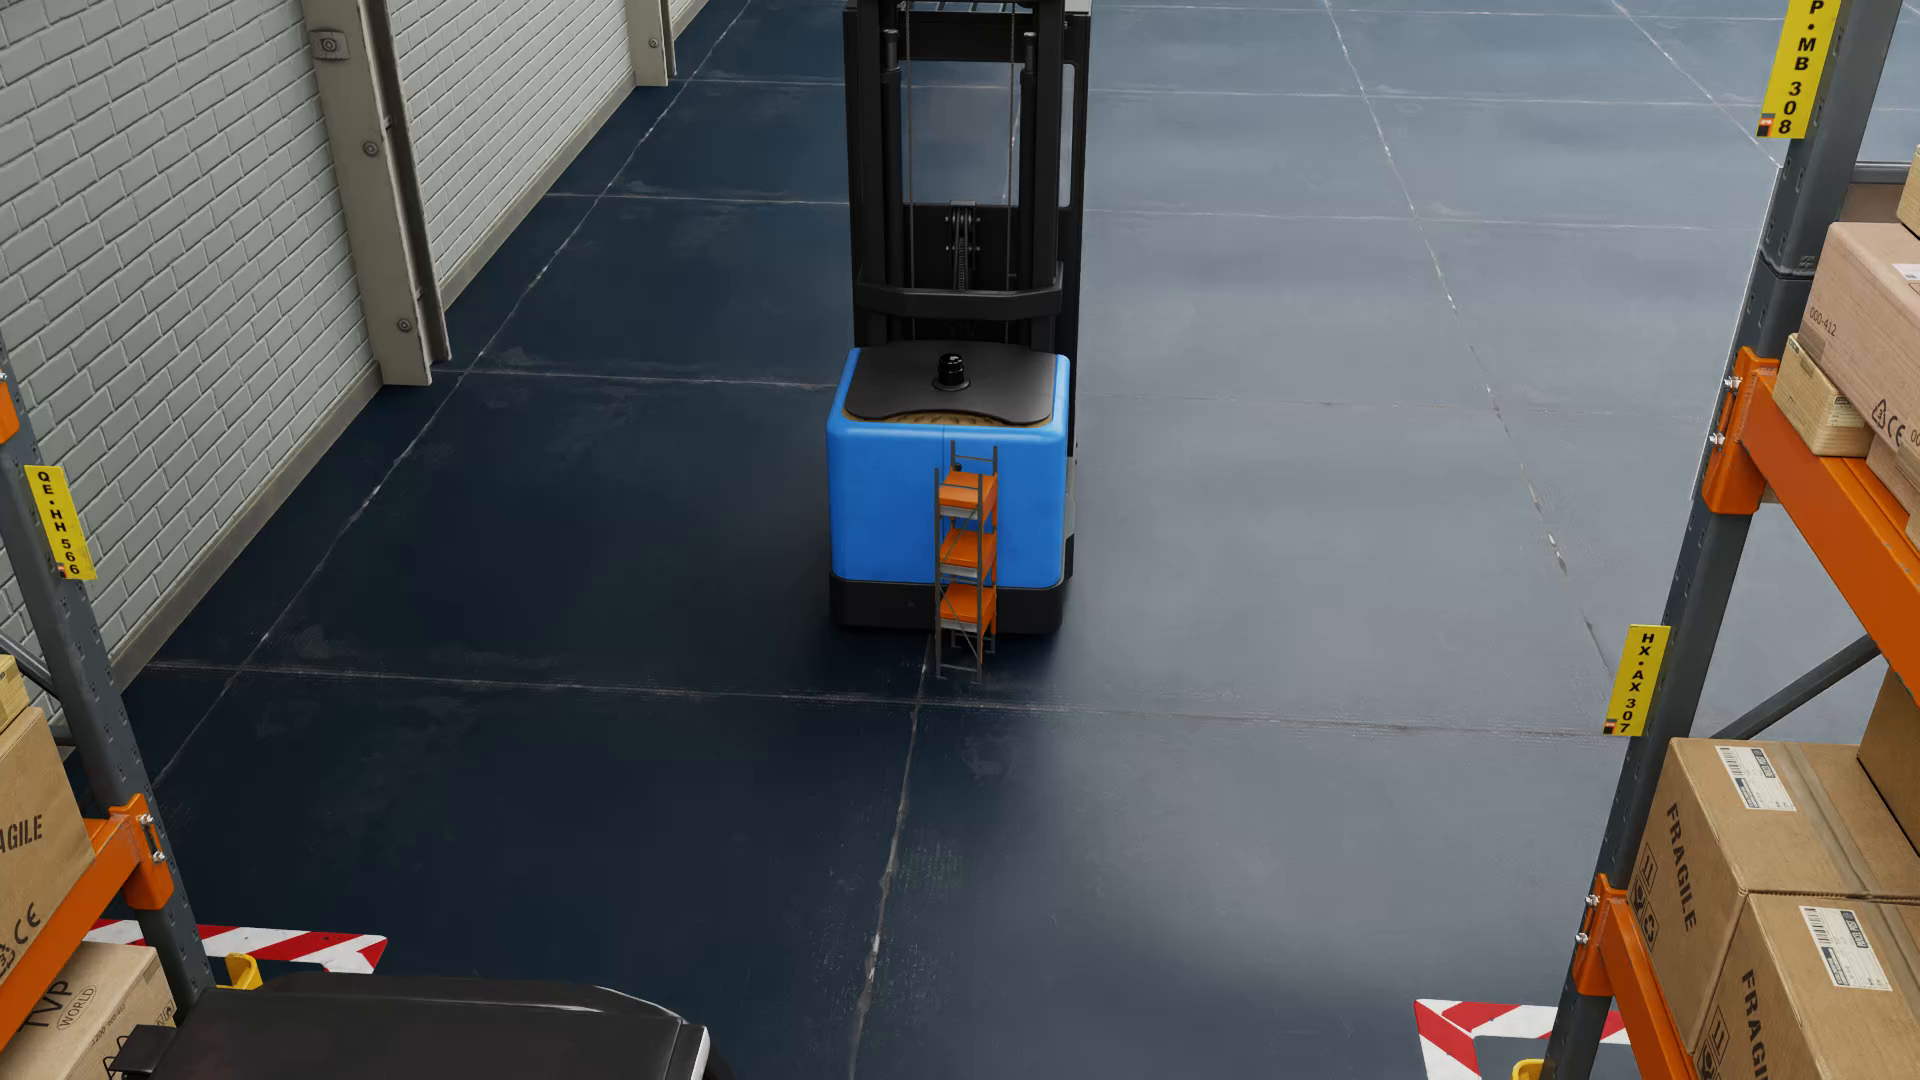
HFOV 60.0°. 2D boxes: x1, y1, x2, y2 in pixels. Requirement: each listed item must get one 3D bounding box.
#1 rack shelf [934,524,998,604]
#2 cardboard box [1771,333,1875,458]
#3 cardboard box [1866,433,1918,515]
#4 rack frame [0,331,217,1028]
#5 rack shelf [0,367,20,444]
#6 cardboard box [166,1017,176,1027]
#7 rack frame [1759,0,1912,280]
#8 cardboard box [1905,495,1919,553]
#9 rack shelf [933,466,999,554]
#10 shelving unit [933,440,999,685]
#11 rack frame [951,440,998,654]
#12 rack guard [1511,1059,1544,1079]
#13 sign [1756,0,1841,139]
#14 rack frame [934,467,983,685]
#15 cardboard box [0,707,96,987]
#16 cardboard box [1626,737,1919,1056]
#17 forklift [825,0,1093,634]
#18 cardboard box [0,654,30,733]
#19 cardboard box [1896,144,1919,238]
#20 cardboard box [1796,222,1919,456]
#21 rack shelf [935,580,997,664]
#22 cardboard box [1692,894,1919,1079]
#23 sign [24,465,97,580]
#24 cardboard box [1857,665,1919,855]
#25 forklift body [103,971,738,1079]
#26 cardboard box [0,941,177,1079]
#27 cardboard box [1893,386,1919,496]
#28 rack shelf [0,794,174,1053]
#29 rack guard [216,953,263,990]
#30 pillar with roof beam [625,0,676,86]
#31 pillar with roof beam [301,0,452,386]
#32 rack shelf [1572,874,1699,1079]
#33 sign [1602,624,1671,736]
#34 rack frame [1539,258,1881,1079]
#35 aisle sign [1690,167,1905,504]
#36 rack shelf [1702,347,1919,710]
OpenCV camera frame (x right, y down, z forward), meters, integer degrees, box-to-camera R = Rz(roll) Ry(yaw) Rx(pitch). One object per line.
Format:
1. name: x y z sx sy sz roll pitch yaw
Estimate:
1. rack shelf: 0.026 0.116 7.082 0.215 0.259 0.240 8 33 13
2. cardboard box: 1.824 -0.277 3.221 0.380 0.149 0.250 2 32 4
3. cardboard box: 1.892 -0.136 2.992 0.380 0.149 0.250 1 32 2
4. rack frame: -2.770 0.523 4.542 0.949 2.616 0.053 2 32 4
5. rack shelf: -2.936 0.598 2.247 1.077 0.370 4.000 2 32 4
6. cardboard box: -2.501 1.570 4.587 0.500 0.250 0.500 2 32 3
7. rack frame: 2.175 -1.821 2.627 1.000 3.000 0.127 2 32 4
8. cardboard box: 1.836 0.001 2.770 0.380 0.149 0.250 3 32 5
9. rack shelf: 0.026 -0.126 6.933 0.215 0.259 0.240 8 33 13
10. shelving unit: 0.026 0.107 7.076 0.215 1.050 0.252 8 33 13
11. rack frame: 0.059 0.045 7.177 0.200 1.050 0.008 8 33 13
12. rack guard: 2.168 1.837 4.793 1.175 0.500 0.348 2 32 4
13. sign: 1.634 -0.939 3.222 0.100 0.325 0.005 2 32 4
14. rack frame: -0.006 0.168 6.976 0.200 1.050 0.008 8 33 13
15. cardboard box: -2.551 0.749 4.080 0.500 0.500 0.500 2 32 3
16. cardboard box: 1.860 0.800 3.714 0.500 0.500 0.500 2 32 3
17. forklift: 0.050 -1.574 8.010 1.130 2.935 3.031 2 32 4
18. cardboard box: -2.522 0.398 4.032 0.380 0.149 0.250 3 32 5
19. cardboard box: 1.942 -0.599 2.984 0.380 0.149 0.250 2 32 4
20. cardboard box: 1.868 -0.355 2.967 0.500 0.250 0.500 2 32 3
21. rack shelf: 0.026 0.352 7.228 0.215 0.259 0.240 8 33 13
22. cardboard box: 1.821 1.071 3.275 0.500 0.500 0.500 3 32 5
23. sign: -2.233 -0.040 4.127 0.100 0.325 0.005 2 32 4
24. cardboard box: 2.351 0.415 3.386 0.700 0.500 0.500 2 32 3
25. forklift body: -1.109 1.954 3.029 2.313 2.155 1.214 2 32 4
26. cardboard box: -2.500 1.343 4.479 0.500 0.250 0.500 3 32 6
27. cardboard box: 1.817 -0.092 2.541 0.500 0.250 0.500 2 32 3
28. rack shelf: -2.936 1.875 3.034 1.077 0.370 4.000 2 32 4
29. rack guard: -2.771 1.575 5.218 1.175 0.500 0.348 2 32 4
30. pillar with roof beam: 1.540 -7.796 12.323 9.100 9.000 0.400 2 32 4
31. pillar with roof beam: 1.051 -4.659 7.232 9.100 9.000 0.400 2 32 4
32. rack shelf: 2.012 2.085 2.693 1.077 0.370 4.000 2 32 4
33. sign: 1.634 0.342 4.012 0.100 0.325 0.005 2 32 4
34. rack frame: 2.175 0.733 4.201 1.000 3.000 0.127 2 32 4
35. aisle sign: 1.871 -0.419 3.593 0.394 0.787 0.004 2 32 4
36. rack shelf: 2.012 0.808 1.906 1.077 0.370 4.000 2 32 4
